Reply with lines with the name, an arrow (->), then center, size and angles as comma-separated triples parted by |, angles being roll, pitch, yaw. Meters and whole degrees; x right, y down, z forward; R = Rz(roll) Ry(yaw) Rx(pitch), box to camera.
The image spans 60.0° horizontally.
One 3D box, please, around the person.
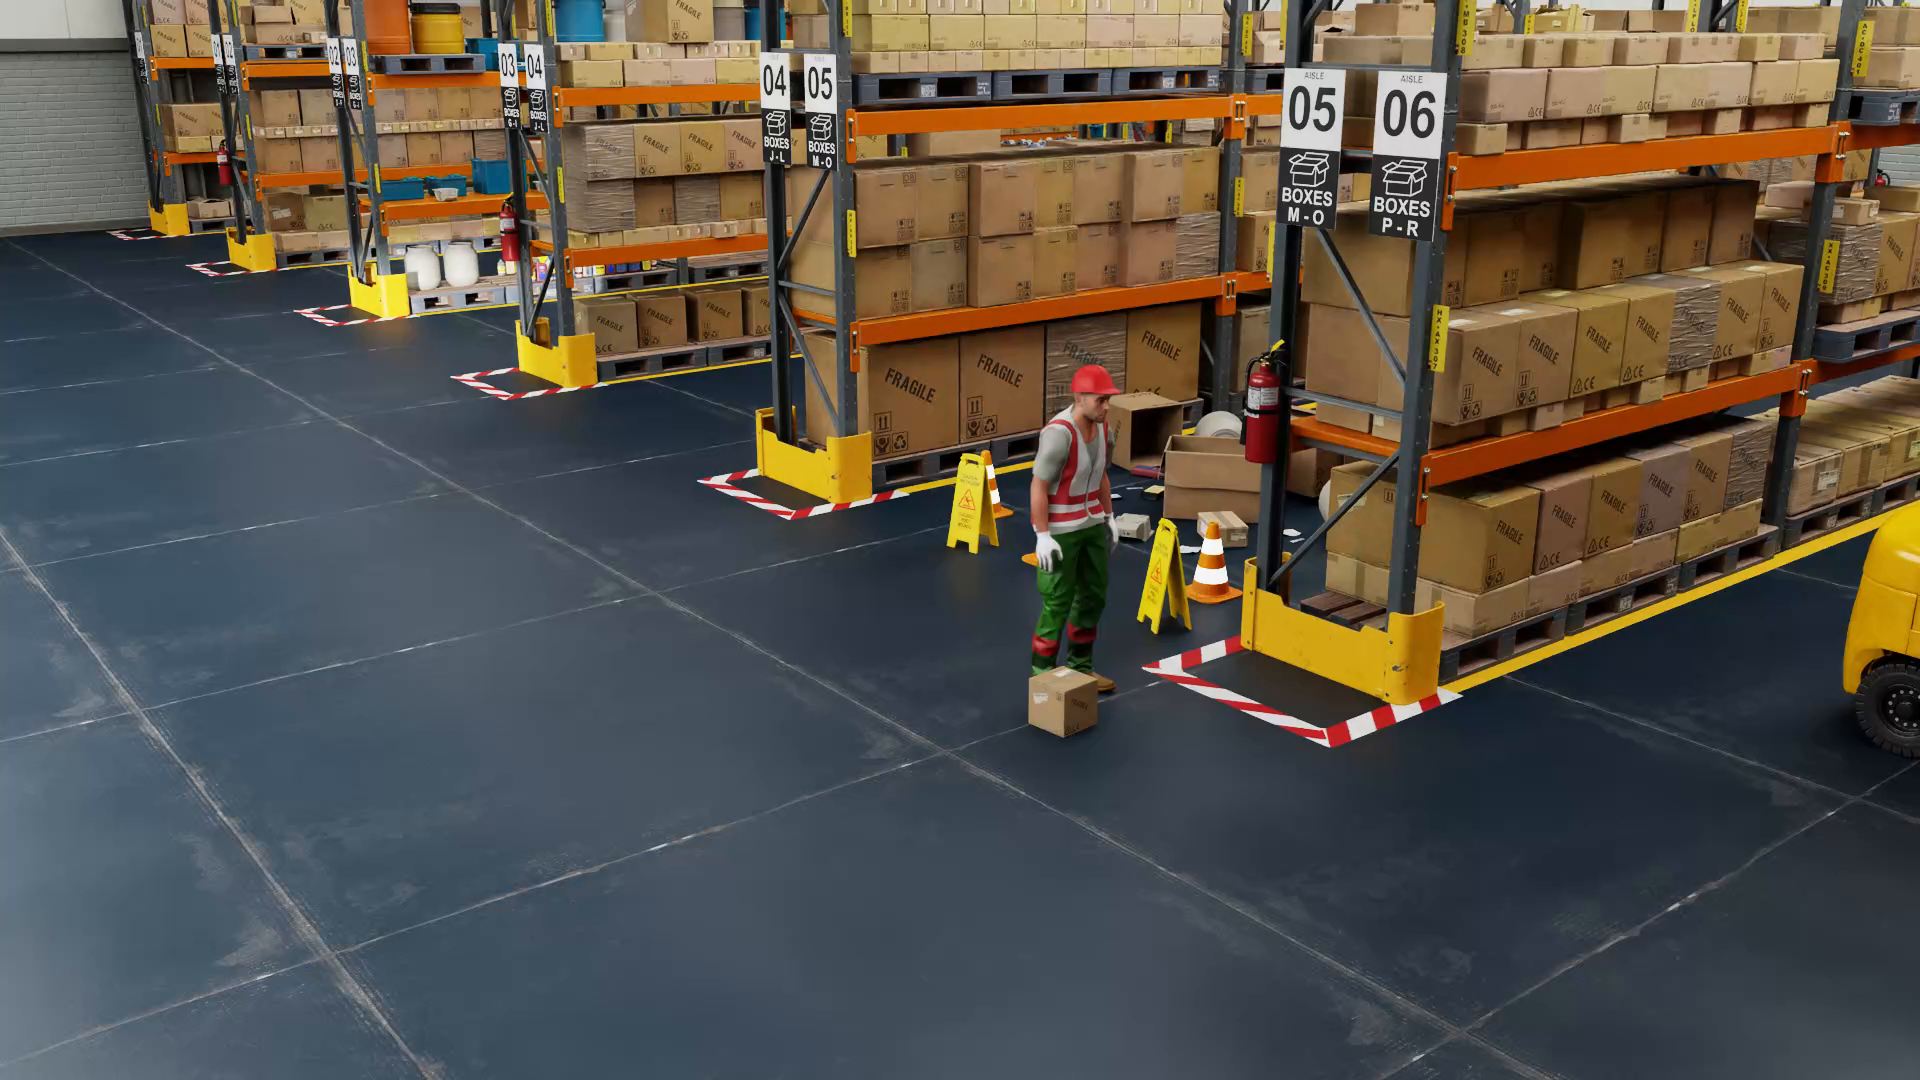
person -> 0.608, -0.038, 8.649 | 0.614, 1.778, 0.453 | -17, 24, -42
